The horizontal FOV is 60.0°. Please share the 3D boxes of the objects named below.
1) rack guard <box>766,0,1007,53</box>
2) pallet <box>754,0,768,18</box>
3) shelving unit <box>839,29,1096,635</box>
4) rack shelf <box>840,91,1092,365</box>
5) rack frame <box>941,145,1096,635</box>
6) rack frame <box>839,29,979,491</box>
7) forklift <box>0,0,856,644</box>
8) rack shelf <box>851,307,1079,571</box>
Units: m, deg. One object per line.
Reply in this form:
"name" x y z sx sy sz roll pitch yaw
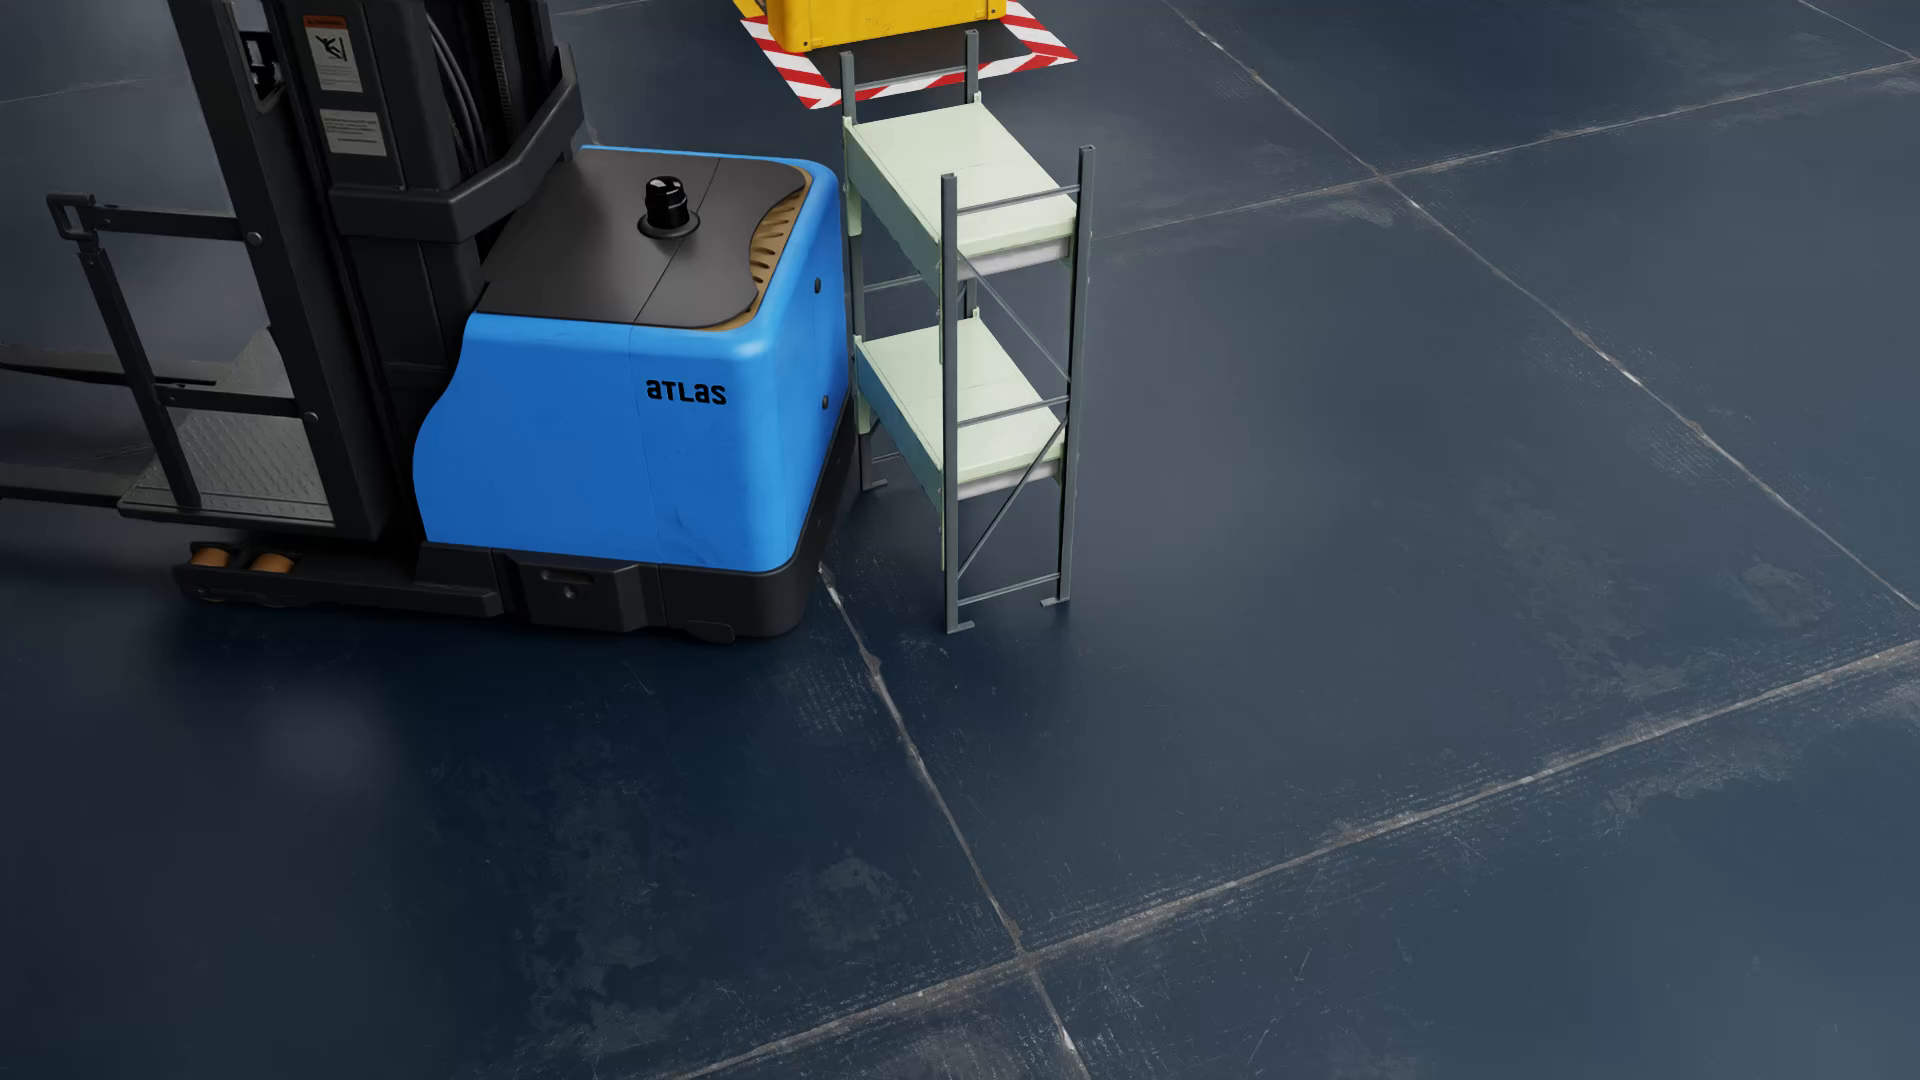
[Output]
"rack guard" -0.354 -2.758 8.074 1.175 0.500 0.348 -15 43 -17
"pallet" -0.694 -3.113 8.708 1.003 0.211 1.213 -15 43 -17
"shelving unit" 0.003 -0.565 4.756 0.431 1.500 0.755 -15 43 -17
"rack shelf" 0.003 -0.861 4.502 0.431 0.370 0.720 -15 43 -17
"rack frame" 0.143 -0.344 4.500 0.400 1.500 0.023 -15 43 -17
"rack frame" -0.137 -0.785 5.013 0.400 1.500 0.023 -15 43 -17
"forklift" -1.904 -1.242 4.446 3.031 2.935 1.130 5 41 6
"rack shelf" 0.003 -0.317 4.969 0.431 0.370 0.720 -15 43 -17
